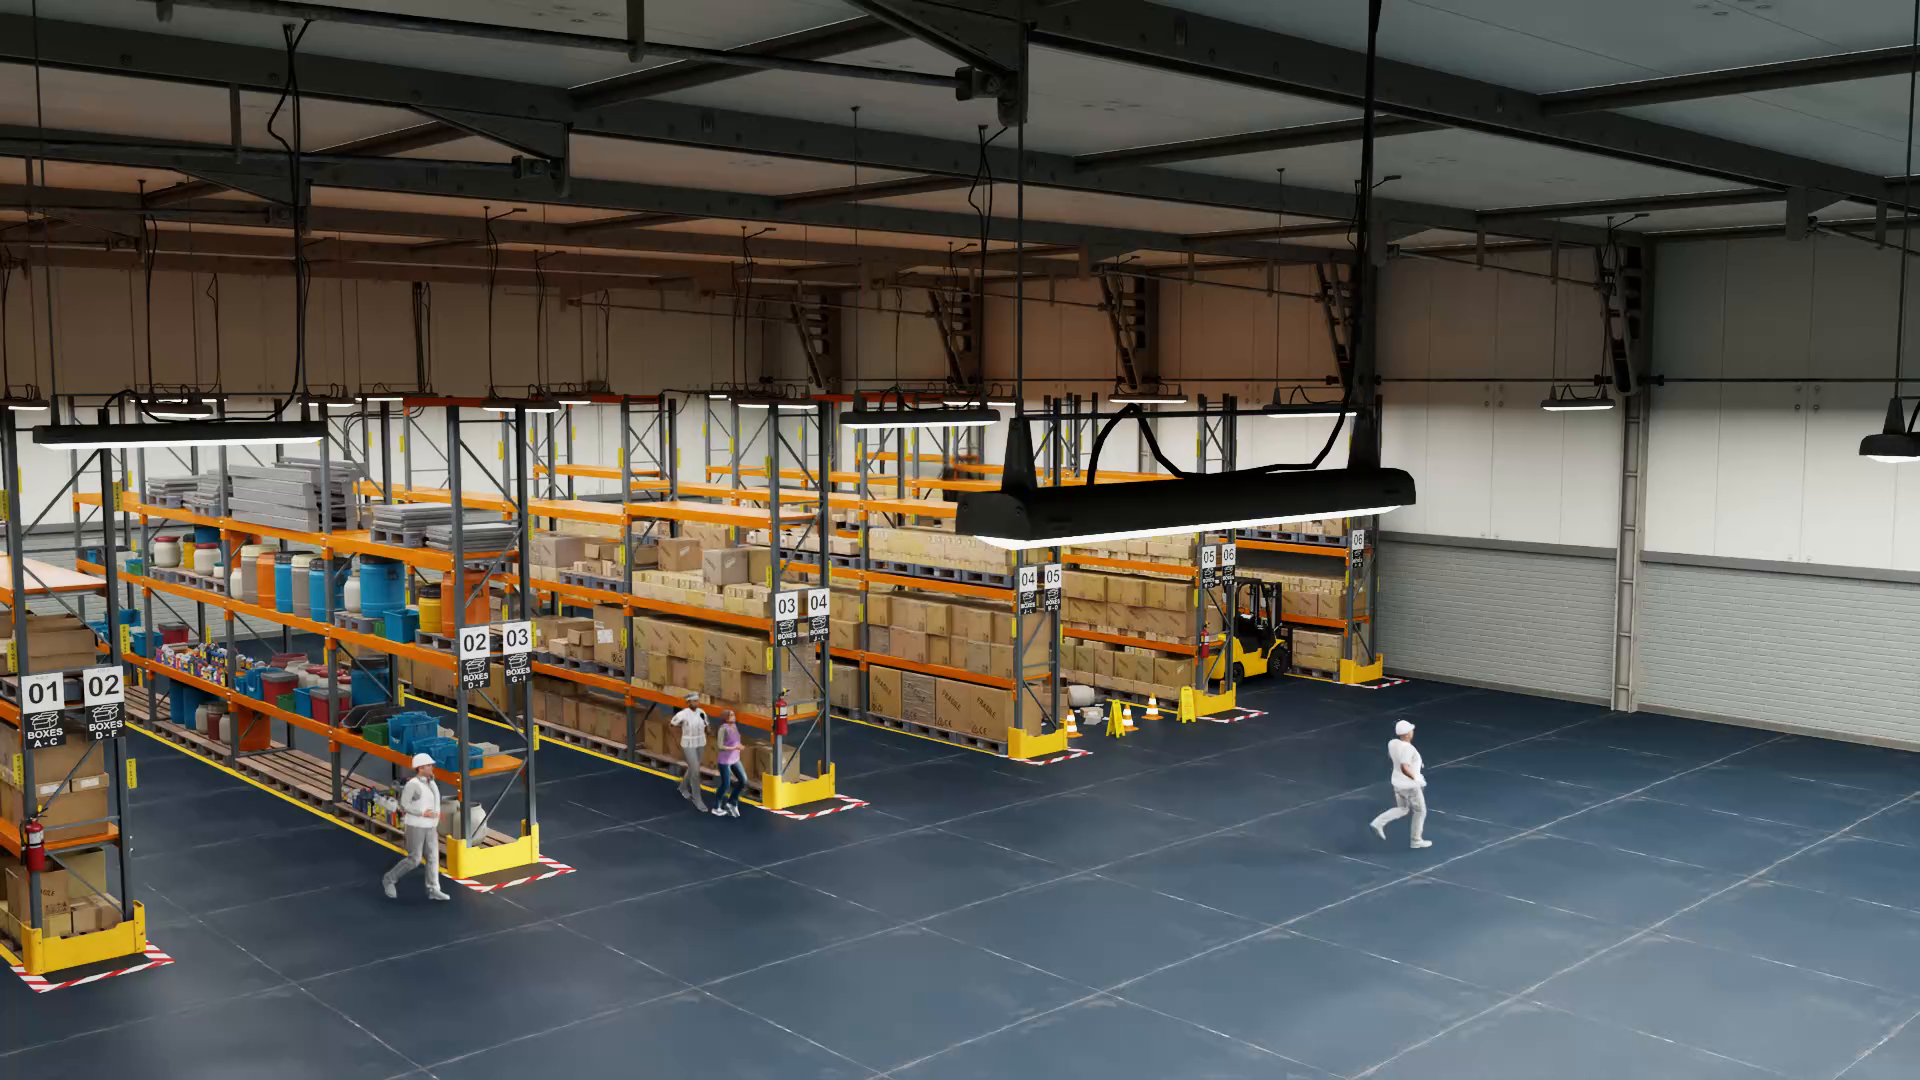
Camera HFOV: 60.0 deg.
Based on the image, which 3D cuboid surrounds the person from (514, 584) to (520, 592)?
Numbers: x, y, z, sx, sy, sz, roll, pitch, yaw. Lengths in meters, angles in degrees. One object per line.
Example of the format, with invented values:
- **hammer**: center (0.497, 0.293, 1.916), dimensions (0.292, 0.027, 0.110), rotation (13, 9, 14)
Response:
- **person**: center (-10.651, 1.566, 40.364), dimensions (0.660, 1.793, 0.875), rotation (4, 7, 33)

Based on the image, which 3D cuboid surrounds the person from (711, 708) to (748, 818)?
- **person**: center (-3.314, 3.229, 23.974), dimensions (0.606, 1.632, 0.539), rotation (3, 6, 27)

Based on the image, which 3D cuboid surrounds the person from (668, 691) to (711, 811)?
- **person**: center (-3.970, 3.096, 24.678), dimensions (0.799, 1.744, 0.553), rotation (5, 7, 42)

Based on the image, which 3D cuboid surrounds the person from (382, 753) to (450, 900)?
- **person**: center (-6.549, 3.482, 20.324), dimensions (0.884, 1.748, 0.724), rotation (2, 6, 16)

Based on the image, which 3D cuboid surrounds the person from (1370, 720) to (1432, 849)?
- **person**: center (5.979, 3.297, 22.400), dimensions (0.839, 1.753, 0.697), rotation (-1, 6, -11)
